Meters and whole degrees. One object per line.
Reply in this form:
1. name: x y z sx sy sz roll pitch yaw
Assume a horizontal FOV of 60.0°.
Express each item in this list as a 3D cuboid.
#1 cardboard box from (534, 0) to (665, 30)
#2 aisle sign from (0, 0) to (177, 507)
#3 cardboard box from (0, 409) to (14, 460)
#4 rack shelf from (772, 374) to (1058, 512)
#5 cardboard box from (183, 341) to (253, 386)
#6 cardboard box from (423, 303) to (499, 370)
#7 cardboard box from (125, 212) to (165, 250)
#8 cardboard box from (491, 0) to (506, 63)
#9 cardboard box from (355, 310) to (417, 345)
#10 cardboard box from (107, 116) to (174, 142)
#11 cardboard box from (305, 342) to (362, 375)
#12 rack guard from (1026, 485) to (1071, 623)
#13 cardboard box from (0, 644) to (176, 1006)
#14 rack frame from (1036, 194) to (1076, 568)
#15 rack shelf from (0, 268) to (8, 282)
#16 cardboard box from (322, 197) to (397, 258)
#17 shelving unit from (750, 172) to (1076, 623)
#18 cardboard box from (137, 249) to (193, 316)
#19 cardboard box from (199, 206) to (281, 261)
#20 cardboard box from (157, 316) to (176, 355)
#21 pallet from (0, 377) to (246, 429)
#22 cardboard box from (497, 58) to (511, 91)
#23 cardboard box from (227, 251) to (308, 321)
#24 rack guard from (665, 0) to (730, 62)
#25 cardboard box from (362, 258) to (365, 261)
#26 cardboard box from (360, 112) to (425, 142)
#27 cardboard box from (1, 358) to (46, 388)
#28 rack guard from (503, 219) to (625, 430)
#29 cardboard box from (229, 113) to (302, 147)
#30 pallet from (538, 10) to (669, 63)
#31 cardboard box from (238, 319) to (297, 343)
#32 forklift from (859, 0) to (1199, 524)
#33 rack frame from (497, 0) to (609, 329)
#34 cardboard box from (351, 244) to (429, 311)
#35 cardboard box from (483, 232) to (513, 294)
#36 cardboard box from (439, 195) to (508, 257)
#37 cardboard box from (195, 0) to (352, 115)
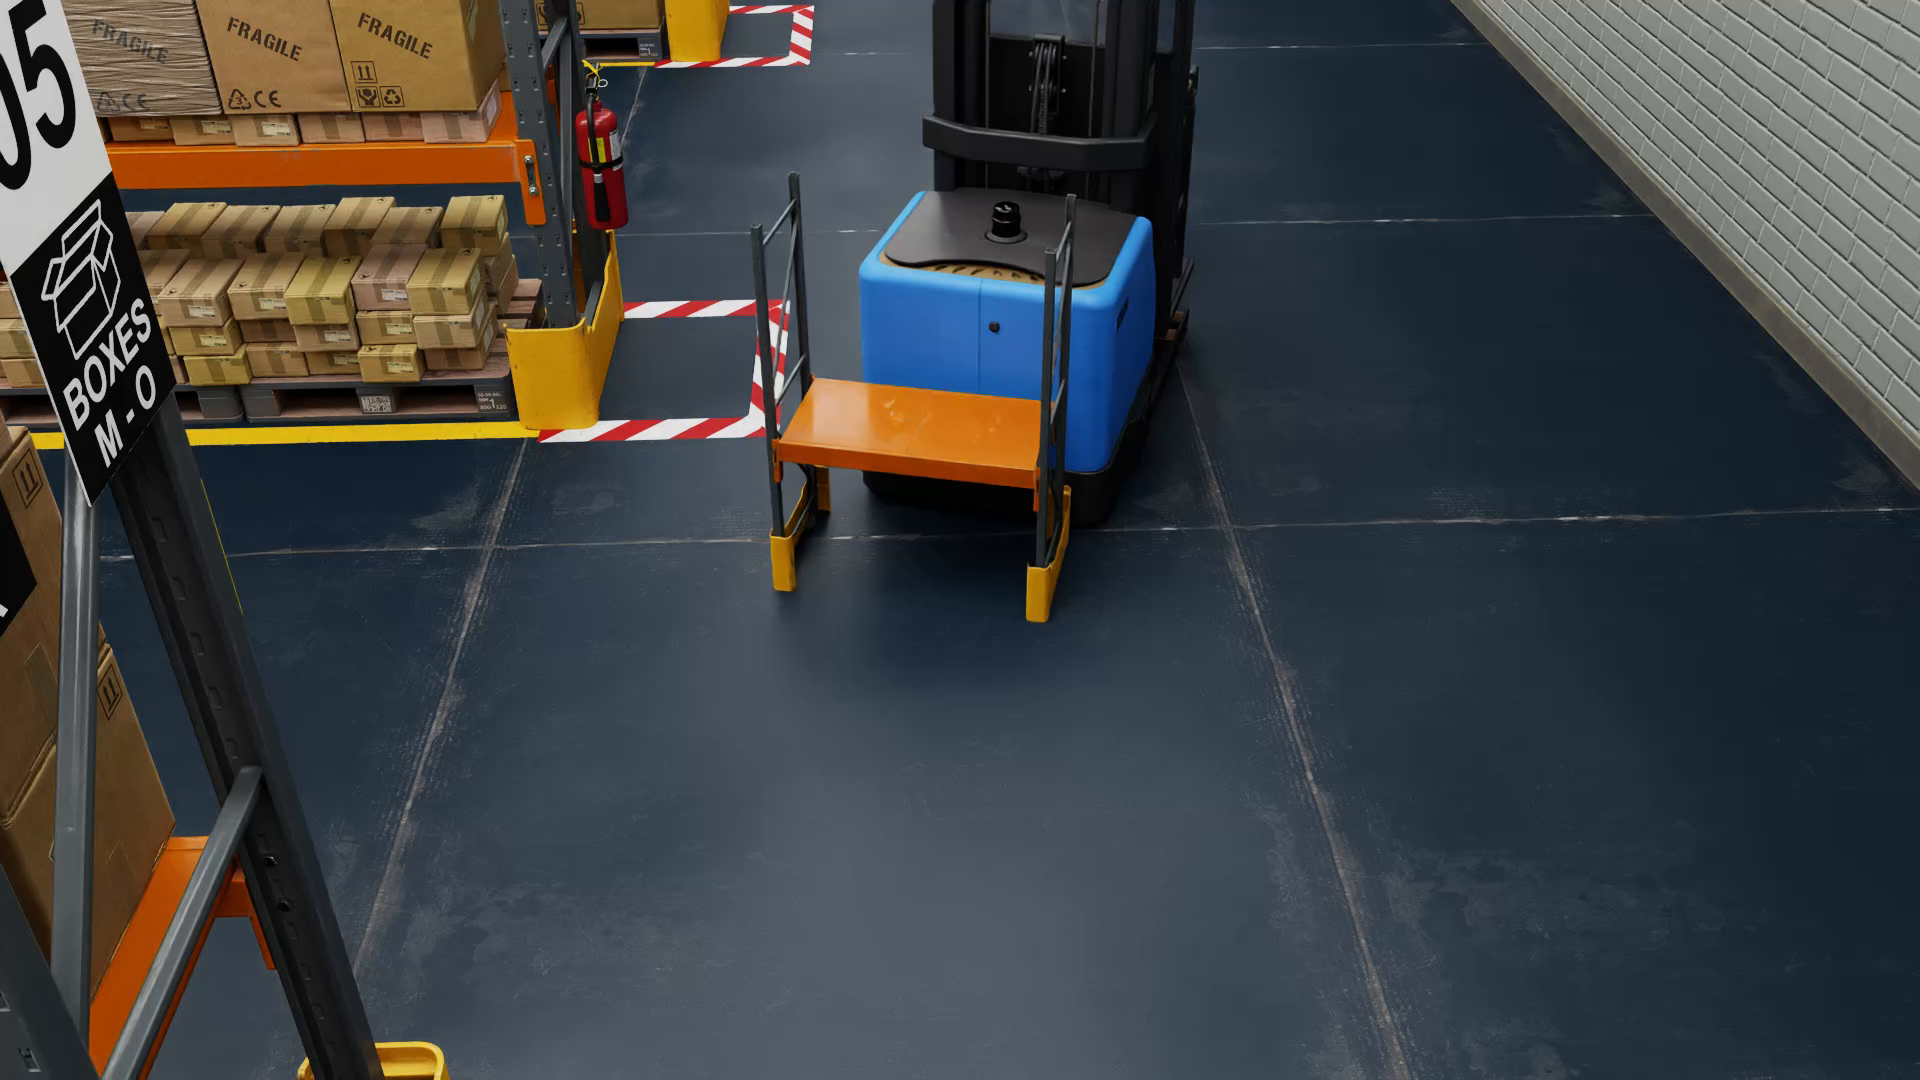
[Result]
1. cardboard box: -2.530 -4.121 11.568 0.875 0.875 0.875 -2 35 -2
2. aisle sign: -1.368 -0.488 2.534 0.004 0.787 0.394 -2 35 -2
3. cardboard box: -1.794 -0.119 2.749 0.250 0.149 0.380 -1 35 -1
4. rack shelf: -0.151 -0.378 6.294 1.000 0.185 0.538 7 35 9
5. cardboard box: -3.295 -0.851 7.481 0.250 0.149 0.380 -3 35 -4
6. cardboard box: -2.277 -0.931 7.595 0.250 0.149 0.380 -1 35 -1
7. cardboard box: -3.861 -1.379 7.720 0.250 0.149 0.380 -1 35 -2
8. cardboard box: -2.223 -2.371 7.191 0.500 0.500 0.500 0 35 0
9. cardboard box: -2.538 -1.033 7.481 0.250 0.149 0.380 -2 35 -3
10. cardboard box: -3.364 -1.806 6.944 0.250 0.149 0.380 -3 35 -4
11. cardboard box: -2.797 -0.908 7.562 0.250 0.149 0.380 -2 35 -2
12. rack guard: 0.346 0.046 6.464 0.087 0.250 0.587 7 35 9
13. cardboard box: -1.919 0.557 3.222 0.500 0.500 0.500 -2 35 -3
14. rack frame: 0.347 -0.468 6.108 0.032 1.500 0.500 7 35 9
15. rack shelf: -3.424 -0.136 2.307 4.000 0.370 1.077 -2 35 -2
16. cardboard box: -2.828 -1.477 7.862 0.250 0.149 0.380 -2 35 -2
17. shelving unit: -0.142 -0.525 6.190 1.083 1.500 0.587 7 35 9
18. cardboard box: -3.580 -1.143 7.378 0.250 0.149 0.380 -3 35 -4
19. cardboard box: -3.349 -1.421 7.781 0.250 0.149 0.380 0 35 0
20. cardboard box: -3.567 -0.977 7.400 0.250 0.149 0.380 0 35 0
21. pallet: -3.866 -0.881 7.838 1.213 0.211 1.003 -2 35 -2
22. cardboard box: -2.100 -2.137 7.423 0.250 0.149 0.380 -2 35 -3
23. cardboard box: -3.046 -1.125 7.354 0.250 0.149 0.380 -3 35 -4
24. rack guard: -1.871 -3.858 11.885 0.348 0.500 1.175 -2 35 -2
25. cardboard box: -2.813 -1.285 7.846 0.250 0.149 0.380 -1 35 -2
26. cardboard box: -2.324 -1.805 6.943 0.250 0.149 0.380 -2 35 -2
27. cardboard box: -4.084 -0.841 7.465 0.250 0.149 0.380 -2 35 -4
28. rack guard: -1.837 -1.033 7.804 0.348 0.500 1.175 -2 35 -2
29. cardboard box: -2.827 -1.769 6.892 0.250 0.149 0.380 -1 35 -1
30. pallet: -2.690 -3.672 11.871 1.213 0.211 1.003 -2 35 -2
31. cardboard box: -3.067 -1.046 7.500 0.250 0.149 0.380 -2 35 -3
32. forklift: 0.490 -2.105 7.216 1.130 2.935 3.031 9 36 13
33. rack frame: -1.761 -2.063 7.095 0.127 3.000 1.000 -2 35 -2
34. cardboard box: -2.532 -1.176 7.426 0.250 0.149 0.380 -1 35 -1
35. cardboard box: -2.297 -1.318 7.893 0.250 0.149 0.380 0 35 0
36. cardboard box: -2.301 -1.487 7.876 0.250 0.149 0.380 -3 35 -4
37. cardboard box: -2.713 -2.057 6.737 0.500 0.500 0.500 -2 35 -3
